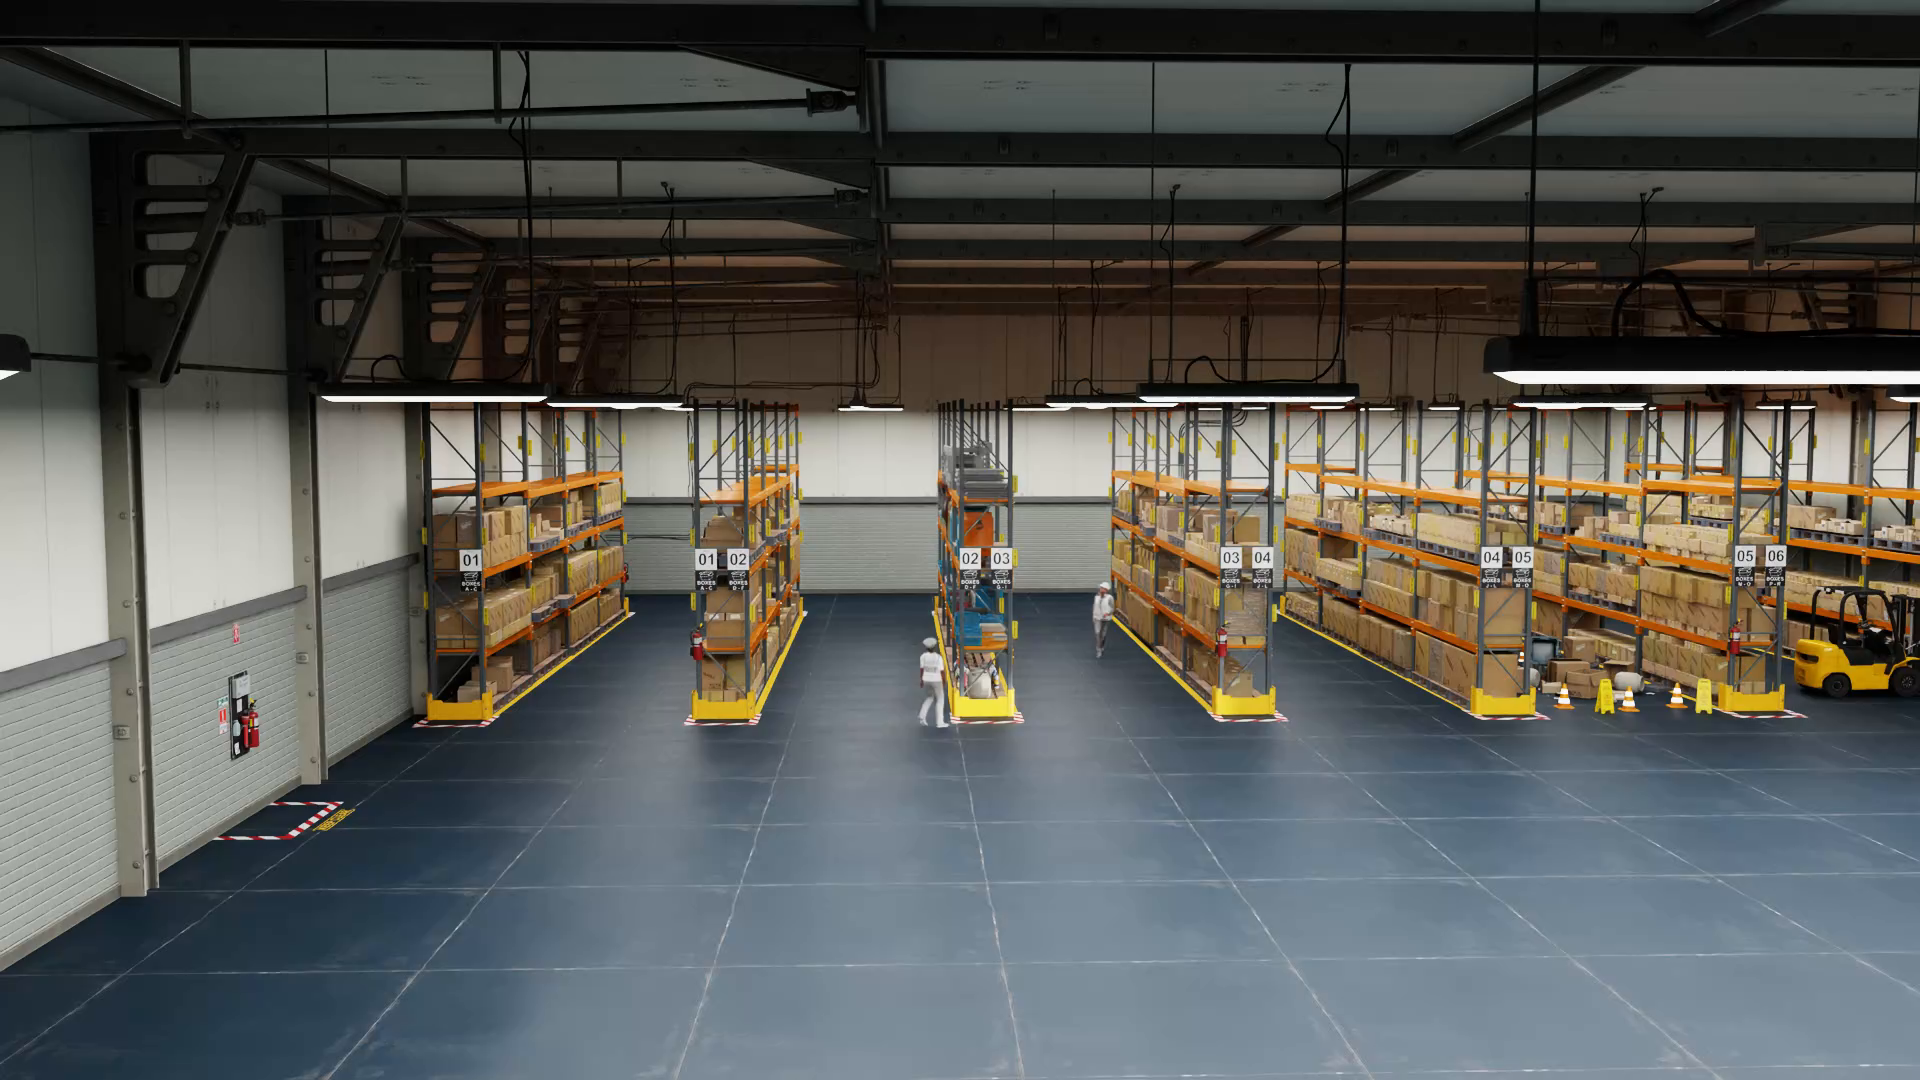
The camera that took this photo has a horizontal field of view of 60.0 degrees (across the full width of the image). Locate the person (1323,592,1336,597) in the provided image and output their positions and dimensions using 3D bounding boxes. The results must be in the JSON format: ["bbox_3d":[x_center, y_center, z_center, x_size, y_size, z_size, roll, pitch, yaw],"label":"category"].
[{"bbox_3d":[11.212,0.953,51.055,0.797,1.747,0.604,-4,6,-43],"label":"person"}]

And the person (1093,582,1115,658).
[{"bbox_3d":[3.409,1.873,39.443,0.492,1.750,0.992,0,4,-1],"label":"person"}]

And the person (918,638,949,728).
[{"bbox_3d":[-0.504,2.601,30.318,0.546,1.665,0.574,3,5,35],"label":"person"}]
